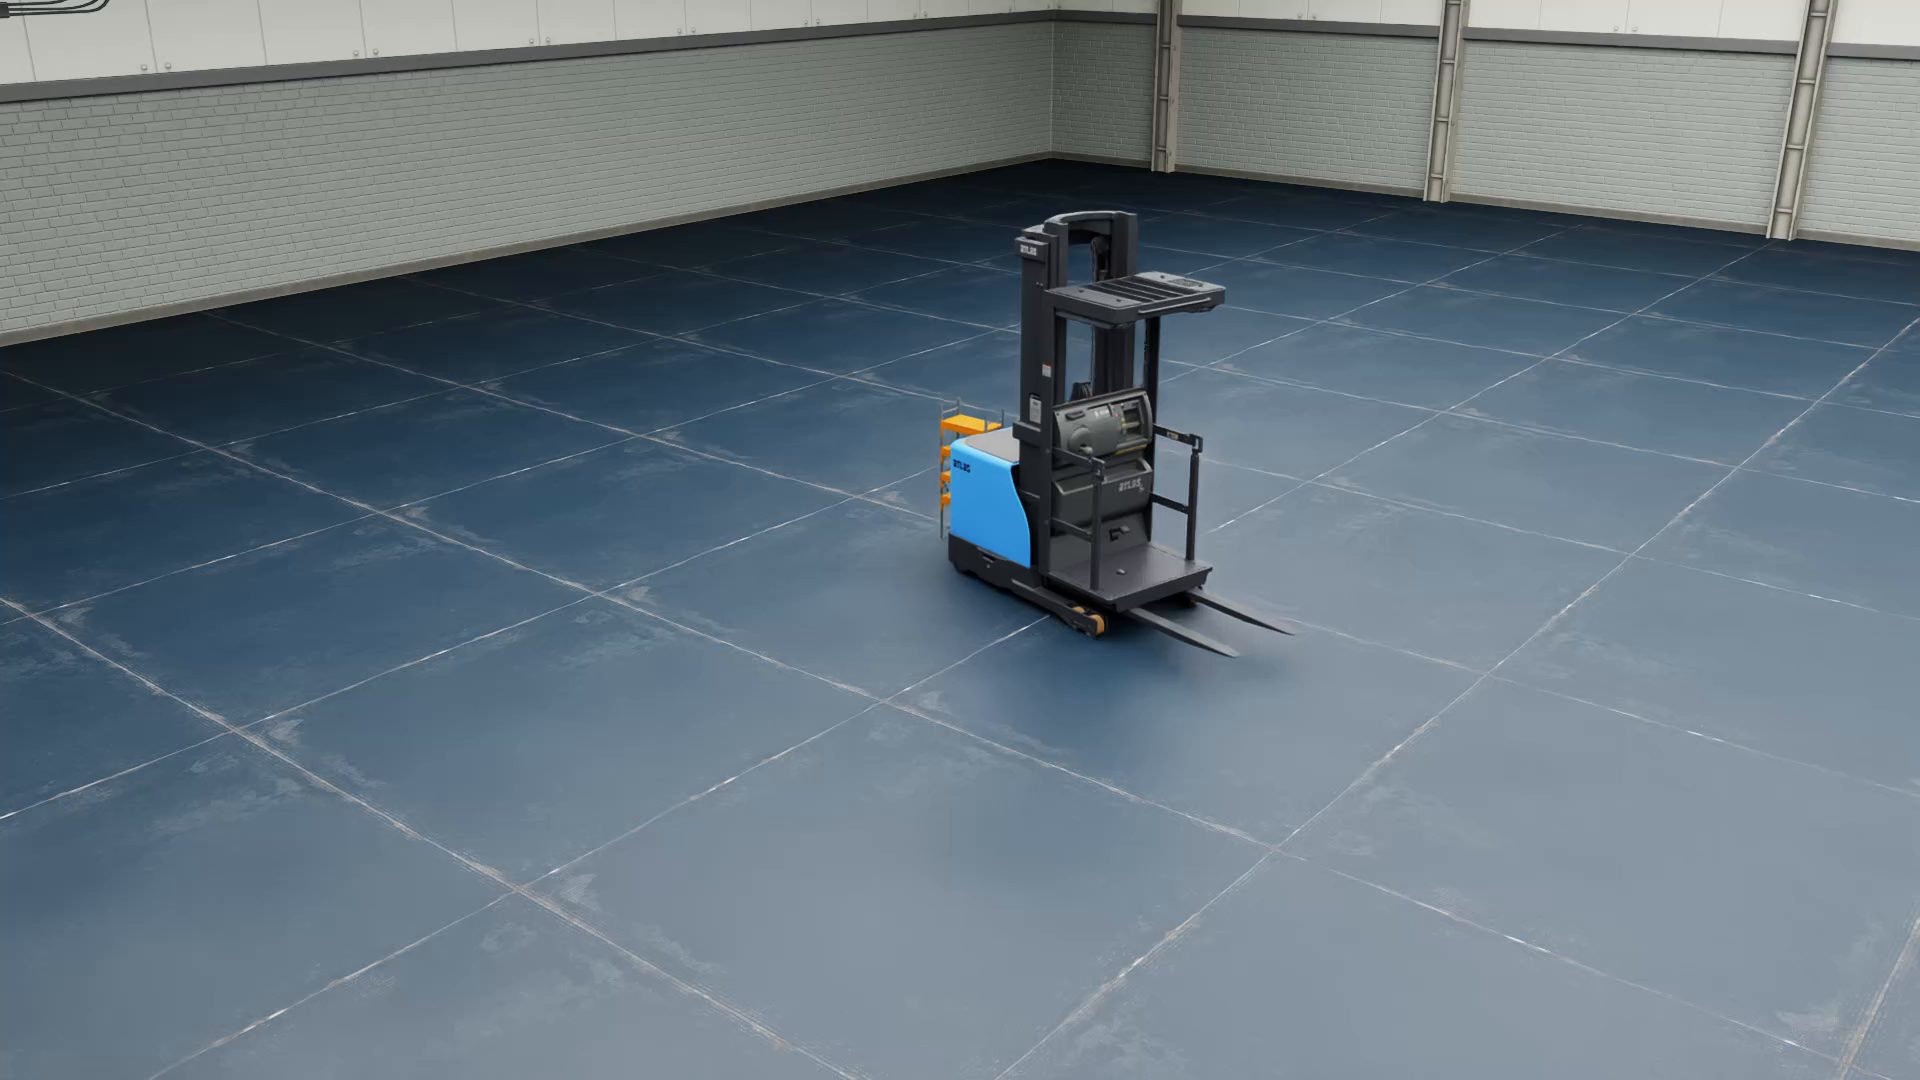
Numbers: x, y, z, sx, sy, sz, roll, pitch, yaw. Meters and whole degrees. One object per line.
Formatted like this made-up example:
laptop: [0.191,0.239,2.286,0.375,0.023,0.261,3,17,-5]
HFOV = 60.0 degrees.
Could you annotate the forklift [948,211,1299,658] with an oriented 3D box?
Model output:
forklift: [1.210,-0.852,12.276,1.130,2.935,3.031,-15,26,-35]

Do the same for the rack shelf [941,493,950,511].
rack shelf: [0.099,-0.293,14.001,0.480,0.148,0.258,17,27,38]

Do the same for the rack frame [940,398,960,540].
rack frame: [-0.085,-0.599,14.057,0.015,1.200,0.240,17,27,38]

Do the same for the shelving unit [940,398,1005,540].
shelving unit: [0.099,-0.542,13.907,0.503,1.200,0.258,17,27,38]

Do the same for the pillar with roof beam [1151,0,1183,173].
pillar with roof beam: [1.484,-10.680,29.739,0.400,9.000,9.100,16,26,36]

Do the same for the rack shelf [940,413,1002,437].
rack shelf: [0.099,-0.910,13.769,0.480,0.148,0.258,17,27,38]

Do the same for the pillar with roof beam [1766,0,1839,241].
pillar with roof beam: [10.781,-8.003,22.640,0.400,9.000,9.100,16,26,36]

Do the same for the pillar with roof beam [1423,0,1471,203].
pillar with roof beam: [6.133,-9.342,26.190,0.400,9.000,9.100,16,26,36]

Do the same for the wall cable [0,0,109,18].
wall cable: [-11.142,-8.448,19.000,0.169,6.003,2.305,16,26,36]

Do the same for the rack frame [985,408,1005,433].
rack frame: [0.283,-0.486,13.758,0.015,1.200,0.240,17,27,38]

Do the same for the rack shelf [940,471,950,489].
rack shelf: [0.099,-0.479,13.931,0.480,0.148,0.258,17,27,38]

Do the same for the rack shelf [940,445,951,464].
rack shelf: [0.099,-0.688,13.852,0.480,0.148,0.258,17,27,38]
